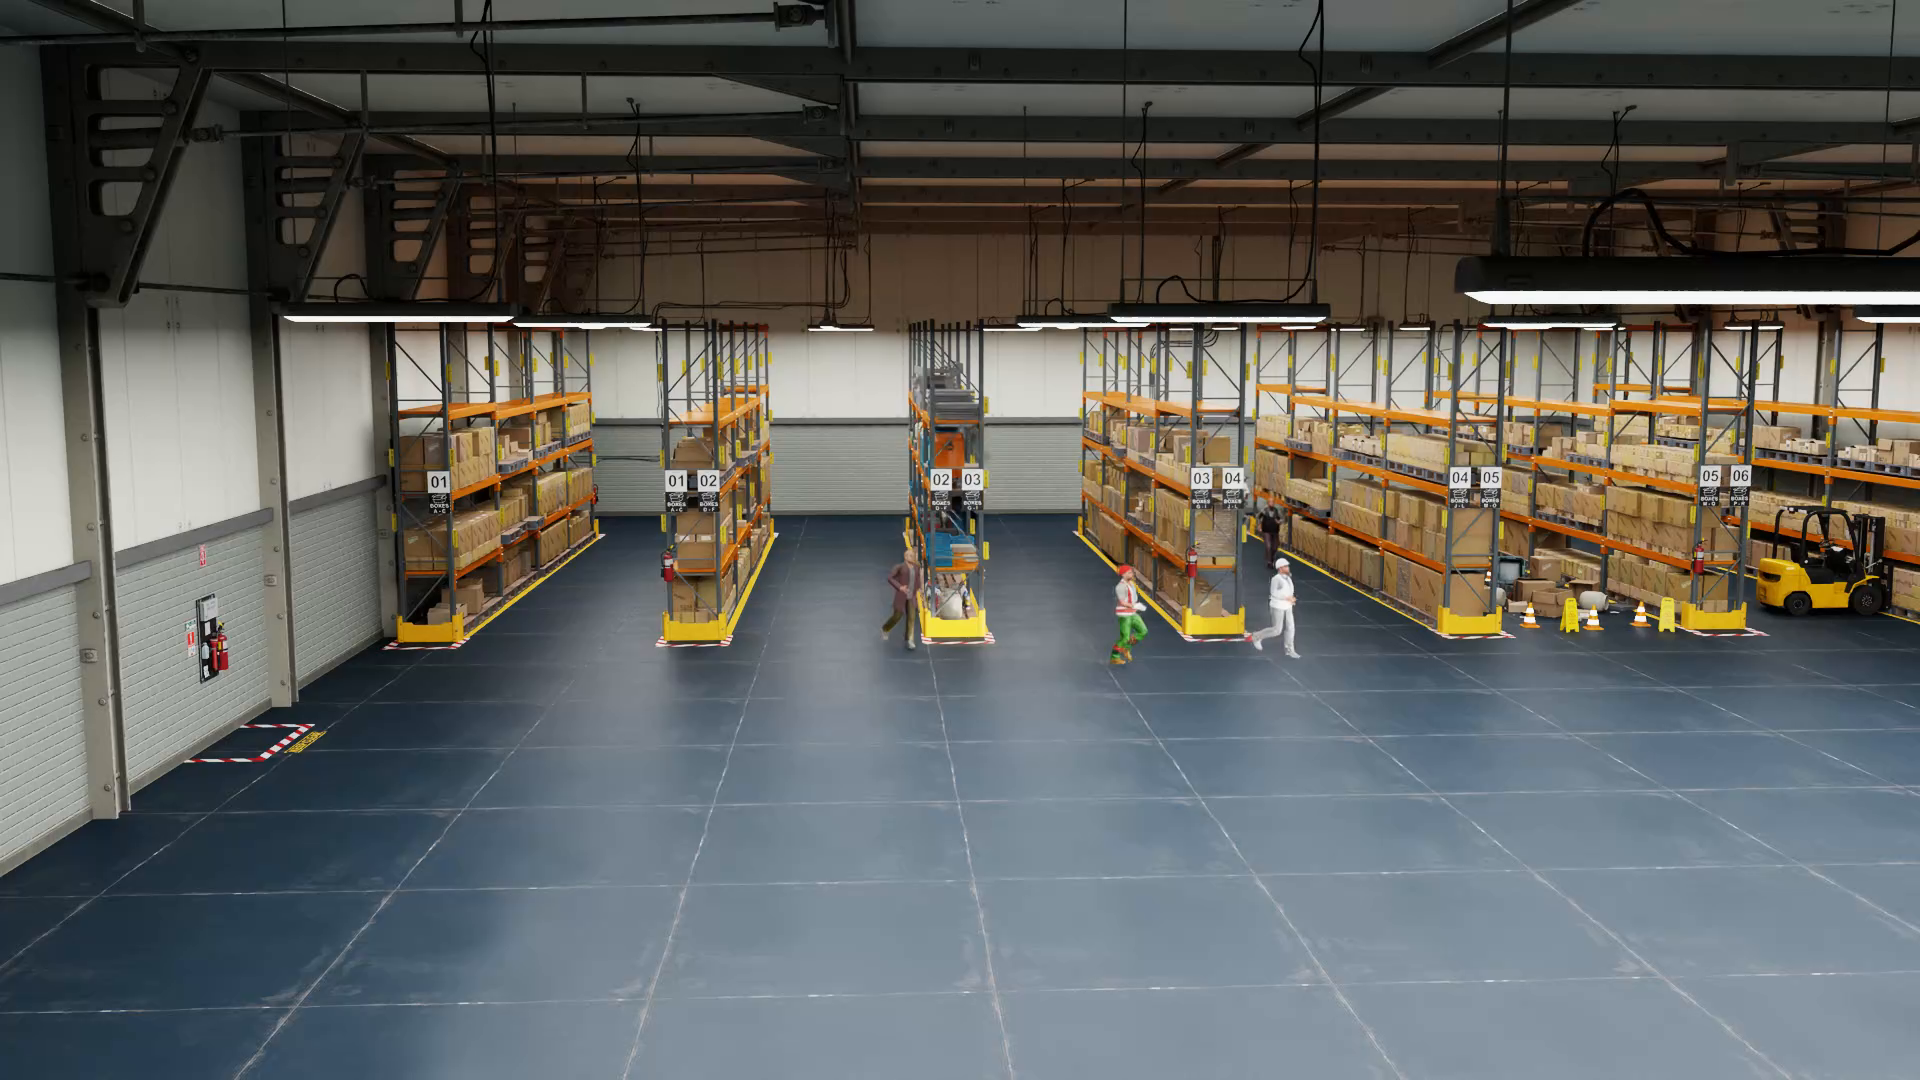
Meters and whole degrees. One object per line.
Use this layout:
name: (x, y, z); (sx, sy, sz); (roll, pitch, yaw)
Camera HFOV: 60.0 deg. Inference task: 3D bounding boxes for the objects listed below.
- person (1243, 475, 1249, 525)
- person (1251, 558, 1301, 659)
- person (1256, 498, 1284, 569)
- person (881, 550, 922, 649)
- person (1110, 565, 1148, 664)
person: (8.360, -1.141, 49.023); (0.582, 1.636, 0.653); (-2, 7, -14)
person: (5.685, 1.202, 29.655); (0.904, 1.777, 0.670); (5, 9, 37)
person: (7.611, -0.175, 40.754); (0.661, 1.698, 0.961); (0, 7, -1)
person: (-0.969, 1.058, 30.671); (0.769, 1.747, 1.048); (-4, 8, -30)
person: (2.942, 1.290, 28.800); (0.679, 1.740, 0.640); (4, 8, 30)
